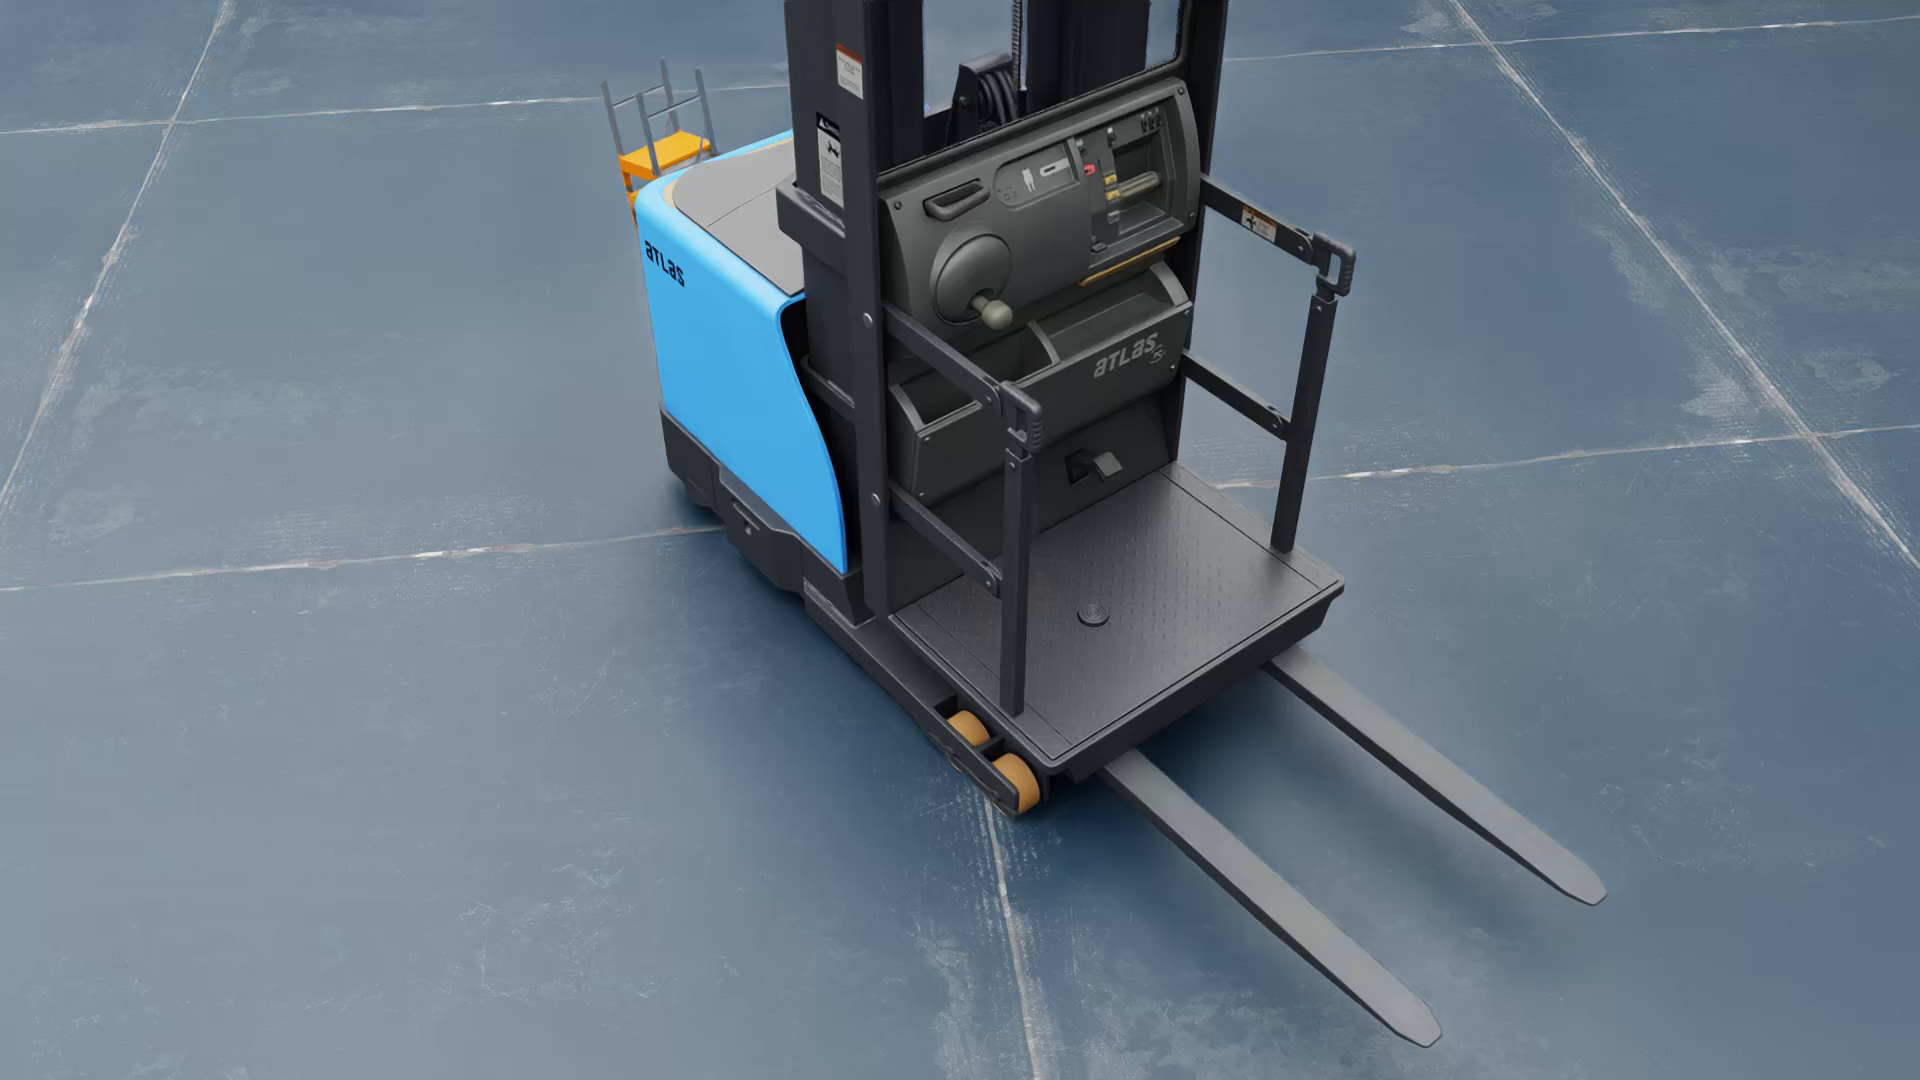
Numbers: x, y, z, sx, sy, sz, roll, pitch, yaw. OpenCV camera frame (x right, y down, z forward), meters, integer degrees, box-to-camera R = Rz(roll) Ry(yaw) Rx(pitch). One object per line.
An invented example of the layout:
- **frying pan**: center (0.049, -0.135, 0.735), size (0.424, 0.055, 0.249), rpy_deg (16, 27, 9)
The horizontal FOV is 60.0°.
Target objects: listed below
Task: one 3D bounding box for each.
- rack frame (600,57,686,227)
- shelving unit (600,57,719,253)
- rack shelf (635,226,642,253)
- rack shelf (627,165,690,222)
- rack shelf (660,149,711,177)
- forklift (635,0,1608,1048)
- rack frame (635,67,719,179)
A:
- **rack frame**: center (-0.931, -0.949, 5.417), size (0.240, 1.200, 0.006), rpy_deg (-34, 43, -32)
- **shelving unit**: center (-0.867, -0.917, 5.360), size (0.258, 1.200, 0.189), rpy_deg (-34, 43, -32)
- **rack shelf**: center (-0.876, -0.978, 5.316), size (0.258, 0.103, 0.180), rpy_deg (-34, 43, -32)
- **rack shelf**: center (-0.889, -1.075, 5.246), size (0.258, 0.103, 0.180), rpy_deg (-34, 43, -32)
- **rack shelf**: center (-0.905, -1.188, 5.165), size (0.199, 0.020, 0.166), rpy_deg (-34, 43, -32)
- **forklift**: center (0.354, -0.701, 3.905), size (1.129, 2.843, 3.031), rpy_deg (-28, 49, -27)
- **rack frame**: center (-0.803, -0.885, 5.303), size (0.240, 1.200, 0.006), rpy_deg (-34, 43, -32)
